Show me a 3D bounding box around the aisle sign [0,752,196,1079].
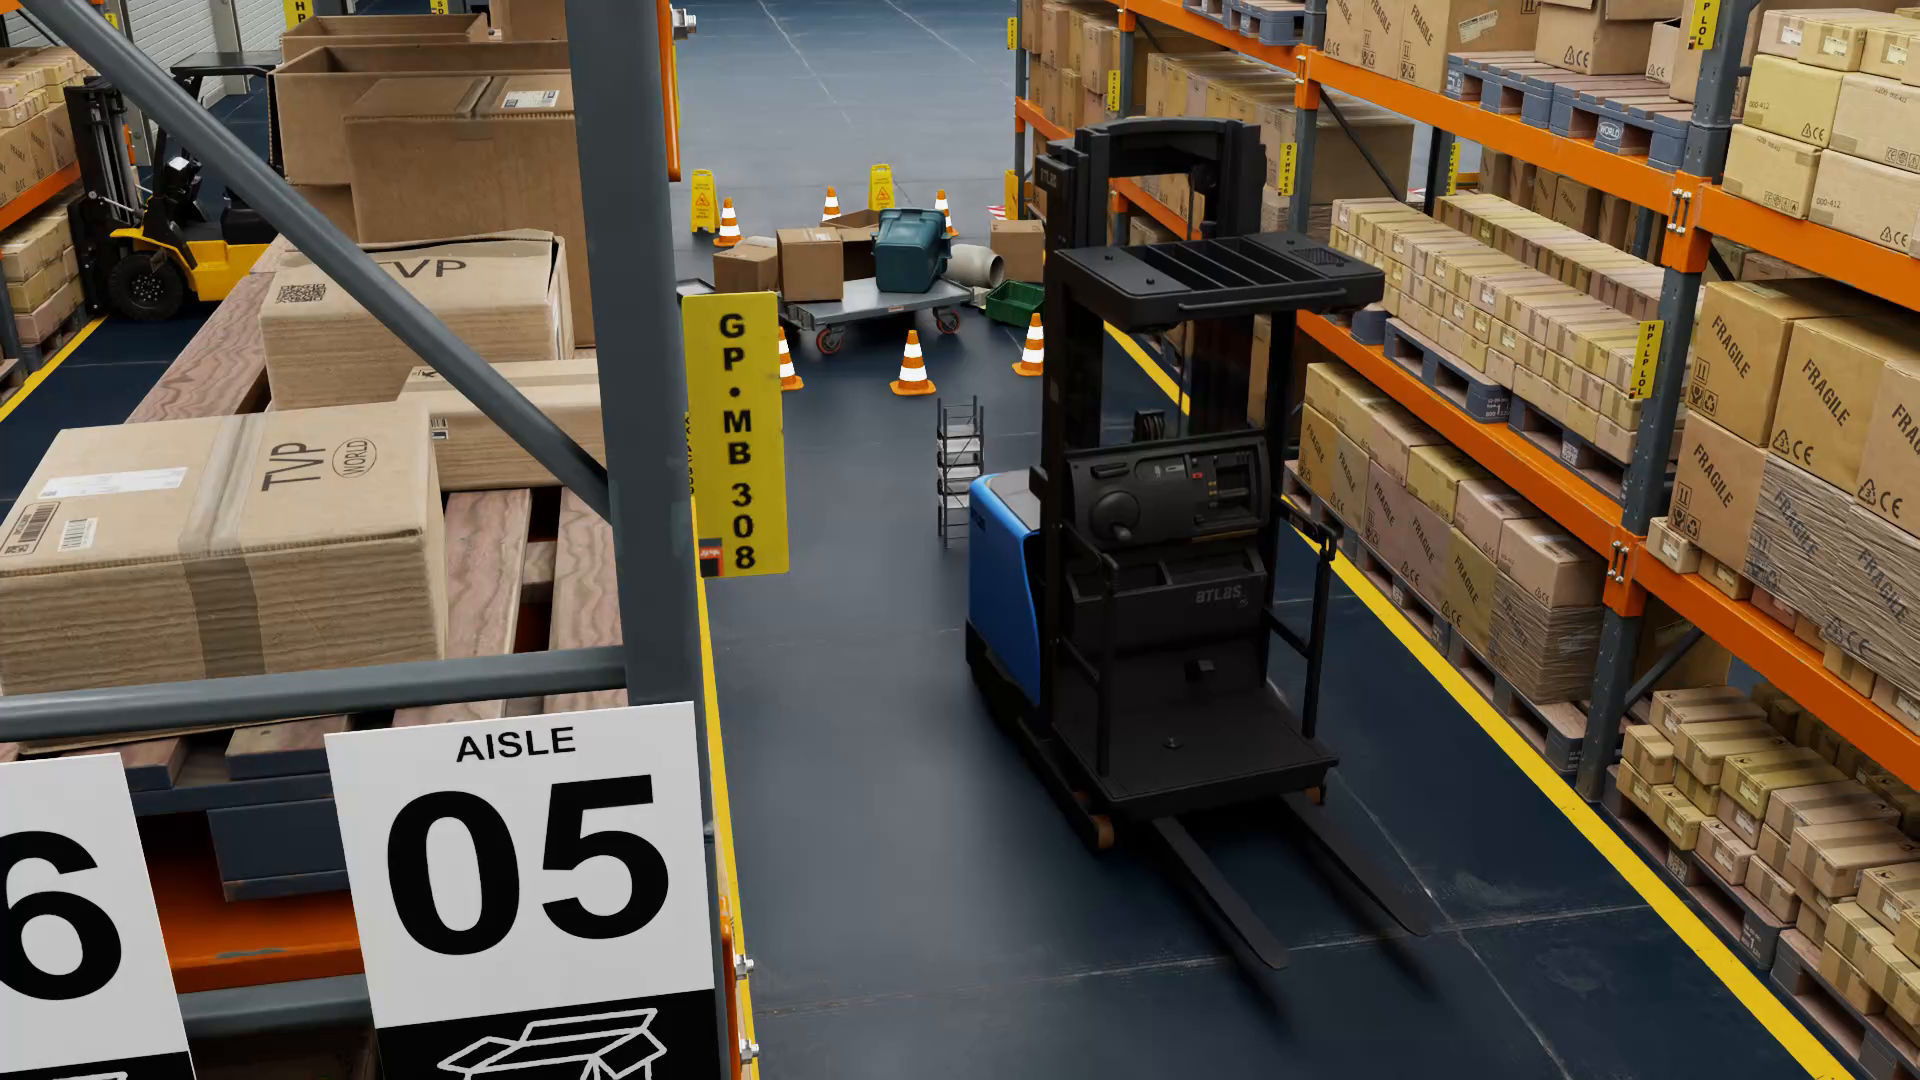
[{"bbox_3d":[-1.081,0.601,1.879,0.394,0.787,0.004,-4,24,-10],"label":"aisle sign"}]

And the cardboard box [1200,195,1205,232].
[{"bbox_3d":[2.047,-2.408,11.891,0.500,0.500,0.500,-5,24,-11],"label":"cardboard box"}]

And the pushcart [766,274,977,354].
[{"bbox_3d":[-0.777,-1.966,14.280,1.648,0.377,0.936,-13,27,-28],"label":"pushcart"}]

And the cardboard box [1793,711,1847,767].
[{"bbox_3d":[3.725,0.821,6.917,0.380,0.149,0.250,-4,24,-9],"label":"cardboard box"}]

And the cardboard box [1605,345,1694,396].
[{"bbox_3d":[3.051,-0.732,7.225,0.380,0.149,0.250,-3,24,-7],"label":"cardboard box"}]

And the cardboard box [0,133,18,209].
[{"bbox_3d":[-7.711,-2.850,12.903,0.500,0.500,0.500,-5,24,-11],"label":"cardboard box"}]

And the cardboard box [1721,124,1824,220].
[{"bbox_3d":[3.143,-1.343,6.017,0.500,0.250,0.500,-3,24,-7],"label":"cardboard box"}]

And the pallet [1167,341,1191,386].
[{"bbox_3d":[2.283,-1.329,13.029,1.003,0.211,1.213,-4,24,-10],"label":"pallet"}]

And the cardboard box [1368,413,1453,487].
[{"bbox_3d":[2.640,-0.519,9.351,0.500,0.250,0.500,-4,24,-9],"label":"cardboard box"}]

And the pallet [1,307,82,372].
[{"bbox_3d":[-7.992,-1.649,13.761,1.003,0.211,1.213,-4,24,-10],"label":"pallet"}]

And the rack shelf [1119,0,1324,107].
[{"bbox_3d":[2.207,-3.644,11.996,1.077,0.370,4.000,-4,24,-10],"label":"rack shelf"}]

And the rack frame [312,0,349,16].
[{"bbox_3d":[-1.529,-2.582,4.918,1.000,3.000,0.127,-4,24,-10],"label":"rack frame"}]

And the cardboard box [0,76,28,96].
[{"bbox_3d":[-7.969,-3.738,13.754,0.380,0.149,0.250,-4,24,-10],"label":"cardboard box"}]

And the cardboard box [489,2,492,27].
[{"bbox_3d":[-2.579,-3.426,10.469,0.797,0.503,0.637,-4,24,-10],"label":"cardboard box"}]

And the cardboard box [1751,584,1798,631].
[{"bbox_3d":[3.269,0.209,6.337,0.380,0.149,0.250,-5,24,-12],"label":"cardboard box"}]

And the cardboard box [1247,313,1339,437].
[{"bbox_3d":[2.553,-1.220,11.581,1.050,0.750,0.750,-5,24,-10],"label":"cardboard box"}]

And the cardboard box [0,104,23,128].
[{"bbox_3d":[-7.784,-3.403,13.359,0.380,0.149,0.250,-4,24,-9],"label":"cardboard box"}]

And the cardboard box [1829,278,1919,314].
[{"bbox_3d":[3.670,-0.714,6.392,0.500,0.500,0.500,-5,24,-12],"label":"cardboard box"}]

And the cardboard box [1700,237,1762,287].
[{"bbox_3d":[6.893,-2.337,14.426,0.700,0.500,0.500,-4,24,-10],"label":"cardboard box"}]

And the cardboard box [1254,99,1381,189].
[{"bbox_3d":[2.409,-2.692,11.293,0.700,0.500,0.500,-5,24,-11],"label":"cardboard box"}]

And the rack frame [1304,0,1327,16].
[{"bbox_3d":[2.577,-4.561,9.451,1.000,3.000,0.127,-4,24,-10],"label":"rack frame"}]

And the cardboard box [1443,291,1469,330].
[{"bbox_3d":[2.763,-1.208,8.687,0.380,0.149,0.250,-3,24,-8],"label":"cardboard box"}]

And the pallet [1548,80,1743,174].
[{"bbox_3d":[3.308,-1.778,7.060,1.213,0.211,1.003,-4,24,-10],"label":"pallet"}]

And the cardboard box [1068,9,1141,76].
[{"bbox_3d":[1.517,-4.735,15.807,0.875,0.550,0.500,-4,24,-10],"label":"cardboard box"}]

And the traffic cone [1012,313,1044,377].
[{"bbox_3d":[0.602,-1.584,13.298,0.336,0.463,0.334,-4,24,-10],"label":"traffic cone"}]

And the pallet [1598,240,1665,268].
[{"bbox_3d":[6.572,-2.696,16.160,1.003,0.211,1.213,-4,24,-10],"label":"pallet"}]

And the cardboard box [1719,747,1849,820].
[{"bbox_3d":[3.265,0.962,6.594,0.380,0.149,0.250,-5,24,-10],"label":"cardboard box"}]

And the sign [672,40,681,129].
[{"bbox_3d":[-0.984,-1.522,5.495,0.100,0.325,0.005,-4,24,-10],"label":"sign"}]

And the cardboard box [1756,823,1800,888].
[{"bbox_3d":[3.332,1.198,6.426,0.380,0.149,0.250,-6,24,-12],"label":"cardboard box"}]

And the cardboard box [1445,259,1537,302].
[{"bbox_3d":[2.759,-1.351,8.641,0.380,0.149,0.250,-5,24,-10],"label":"cardboard box"}]

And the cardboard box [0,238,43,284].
[{"bbox_3d":[-7.667,-2.215,13.235,0.500,0.250,0.500,-5,24,-11],"label":"cardboard box"}]

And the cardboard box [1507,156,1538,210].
[{"bbox_3d":[6.234,-3.854,17.924,0.500,0.500,0.500,2,24,4],"label":"cardboard box"}]

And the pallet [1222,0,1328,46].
[{"bbox_3d":[2.406,-3.350,10.660,1.213,0.211,1.003,-3,24,-7],"label":"pallet"}]

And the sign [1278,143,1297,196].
[{"bbox_3d":[2.032,-2.300,10.323,0.100,0.325,0.005,-4,24,-10],"label":"sign"}]

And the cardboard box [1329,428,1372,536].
[{"bbox_3d":[2.554,-0.364,9.935,0.500,0.500,0.500,-4,24,-9],"label":"cardboard box"}]

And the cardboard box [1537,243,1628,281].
[{"bbox_3d":[3.355,-1.494,8.970,0.380,0.149,0.250,-3,24,-7],"label":"cardboard box"}]

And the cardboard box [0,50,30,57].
[{"bbox_3d":[-8.786,-4.406,15.284,0.380,0.149,0.250,-3,24,-8],"label":"cardboard box"}]

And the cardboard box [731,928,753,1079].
[{"bbox_3d":[-0.598,1.027,2.777,0.500,0.500,0.500,-5,24,-11],"label":"cardboard box"}]

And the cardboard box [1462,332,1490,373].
[{"bbox_3d":[2.805,-0.970,8.512,0.380,0.149,0.250,-3,24,-7],"label":"cardboard box"}]

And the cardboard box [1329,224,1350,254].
[{"bbox_3d":[2.469,-1.821,10.089,0.380,0.149,0.250,-3,24,-7],"label":"cardboard box"}]

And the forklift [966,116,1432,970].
[{"bbox_3d":[0.986,-0.182,7.005,1.130,2.935,3.031,-8,25,-17],"label":"forklift"}]

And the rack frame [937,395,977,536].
[{"bbox_3d":[-0.017,-0.449,10.154,0.240,0.900,0.006,-4,24,-10],"label":"rack frame"}]

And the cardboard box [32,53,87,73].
[{"bbox_3d":[-8.201,-4.342,15.138,0.380,0.149,0.250,-4,24,-9],"label":"cardboard box"}]

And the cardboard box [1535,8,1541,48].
[{"bbox_3d":[3.126,-2.634,8.661,0.500,0.500,0.500,-4,24,-10],"label":"cardboard box"}]

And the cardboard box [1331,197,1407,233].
[{"bbox_3d":[2.473,-1.964,10.046,0.380,0.149,0.250,-4,24,-10],"label":"cardboard box"}]

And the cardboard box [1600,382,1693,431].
[{"bbox_3d":[3.049,-0.594,7.281,0.380,0.149,0.250,-4,24,-8],"label":"cardboard box"}]

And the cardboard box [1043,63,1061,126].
[{"bbox_3d":[1.314,-4.441,16.483,0.875,0.550,0.550,-4,24,-10],"label":"cardboard box"}]

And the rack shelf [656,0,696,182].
[{"bbox_3d":[-1.159,-1.282,3.341,1.077,0.370,4.000,-4,24,-10],"label":"rack shelf"}]

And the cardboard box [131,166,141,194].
[{"bbox_3d":[-8.234,-3.416,15.986,0.500,0.250,0.500,-4,24,-8],"label":"cardboard box"}]

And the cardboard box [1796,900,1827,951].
[{"bbox_3d":[3.395,1.440,6.242,0.380,0.149,0.250,-5,24,-12],"label":"cardboard box"}]

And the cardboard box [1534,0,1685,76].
[{"bbox_3d":[3.160,-2.470,7.757,0.797,0.503,0.637,-5,24,-10],"label":"cardboard box"}]

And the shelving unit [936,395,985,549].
[{"bbox_3d":[0.001,-0.409,10.063,0.258,0.900,0.210,-4,24,-10],"label":"shelving unit"}]

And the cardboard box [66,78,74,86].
[{"bbox_3d":[-8.091,-4.007,14.741,0.380,0.149,0.250,-5,24,-11],"label":"cardboard box"}]

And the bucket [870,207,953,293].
[{"bbox_3d":[-0.453,-2.465,14.337,0.726,0.611,0.620,4,34,9],"label":"bucket"}]

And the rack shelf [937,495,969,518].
[{"bbox_3d":[0.001,-0.214,10.148,0.258,0.077,0.200,-4,24,-10],"label":"rack shelf"}]

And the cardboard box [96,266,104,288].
[{"bbox_3d":[-7.944,-2.358,14.813,0.500,0.250,0.500,-4,24,-8],"label":"cardboard box"}]

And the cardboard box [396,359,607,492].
[{"bbox_3d":[-0.765,-0.202,2.882,0.380,0.149,0.250,-3,24,-8],"label":"cardboard box"}]
